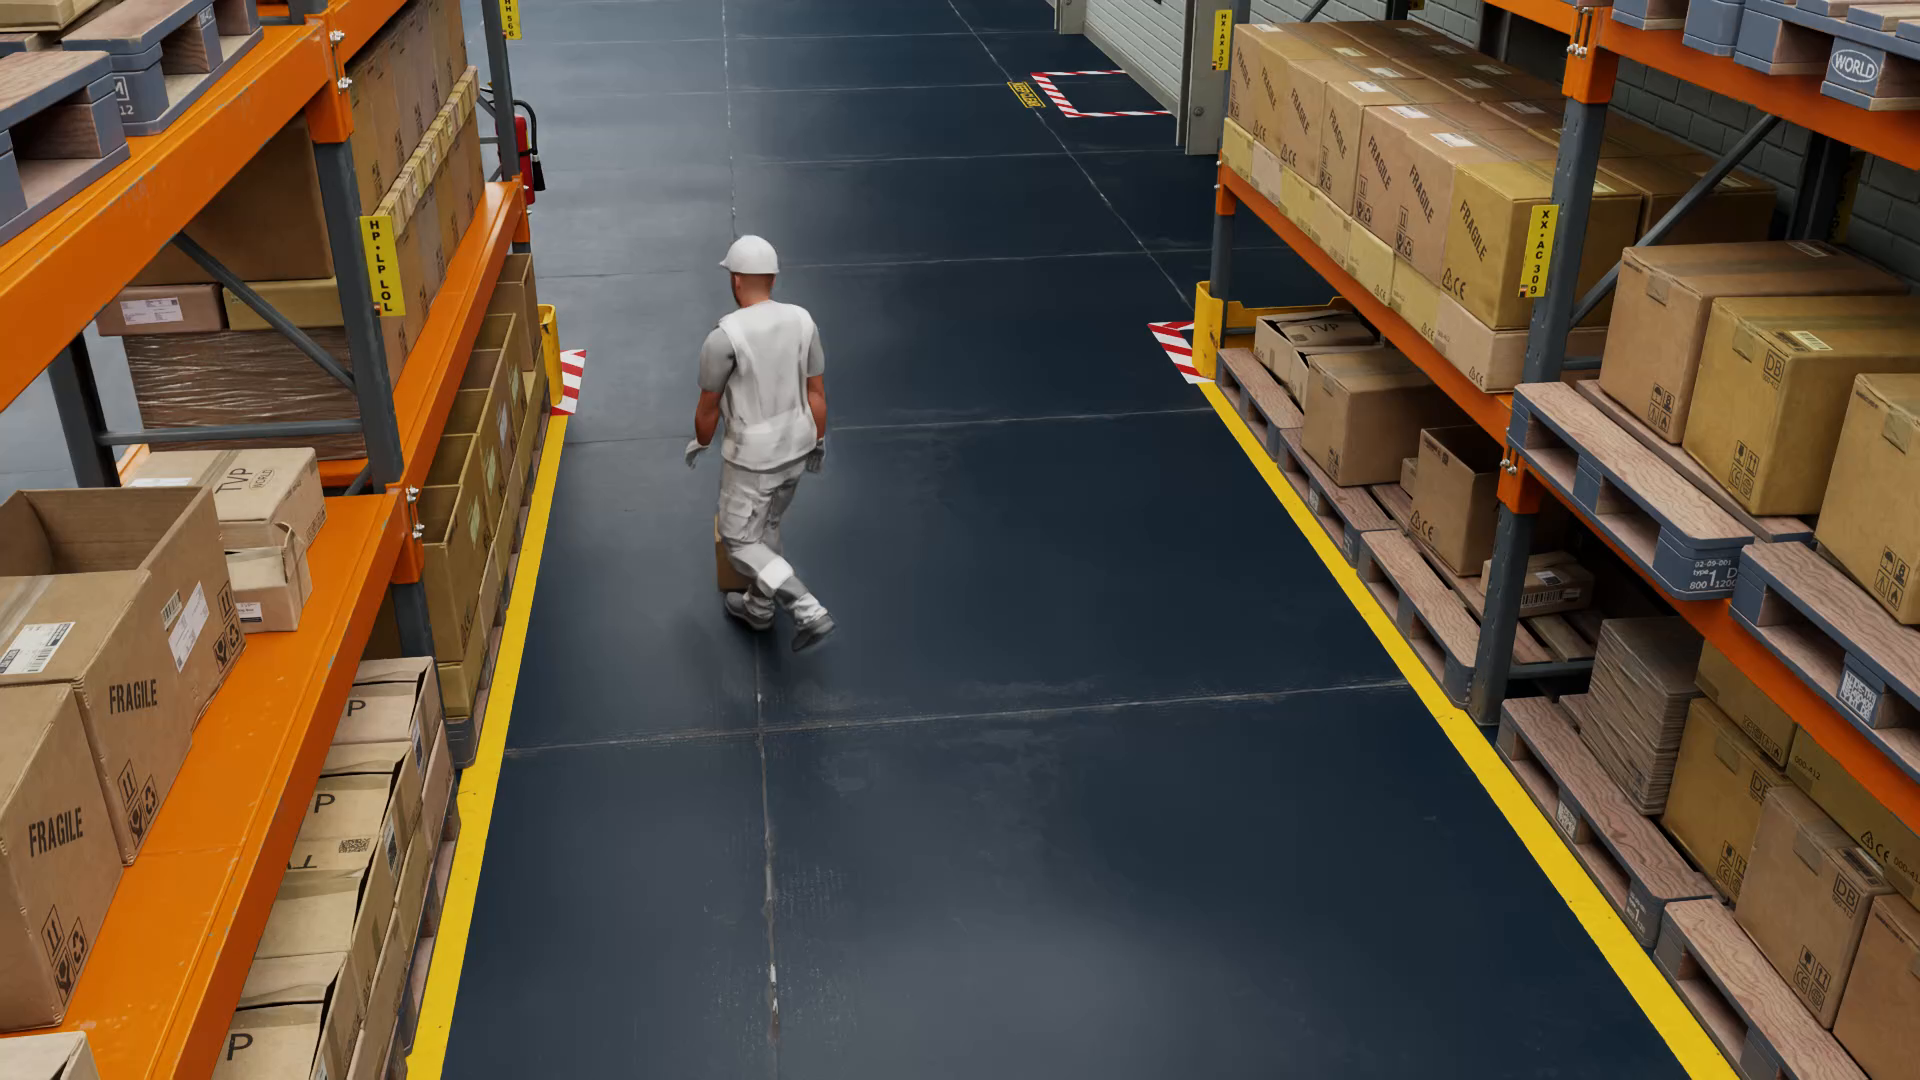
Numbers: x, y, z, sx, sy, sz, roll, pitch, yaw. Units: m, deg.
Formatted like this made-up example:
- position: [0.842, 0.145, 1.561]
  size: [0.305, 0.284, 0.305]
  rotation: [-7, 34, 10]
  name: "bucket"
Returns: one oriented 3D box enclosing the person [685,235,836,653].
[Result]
- position: [-0.767, -0.347, 6.768]
  size: [0.832, 1.760, 0.554]
  rotation: [23, 35, 38]
  name: "person"
